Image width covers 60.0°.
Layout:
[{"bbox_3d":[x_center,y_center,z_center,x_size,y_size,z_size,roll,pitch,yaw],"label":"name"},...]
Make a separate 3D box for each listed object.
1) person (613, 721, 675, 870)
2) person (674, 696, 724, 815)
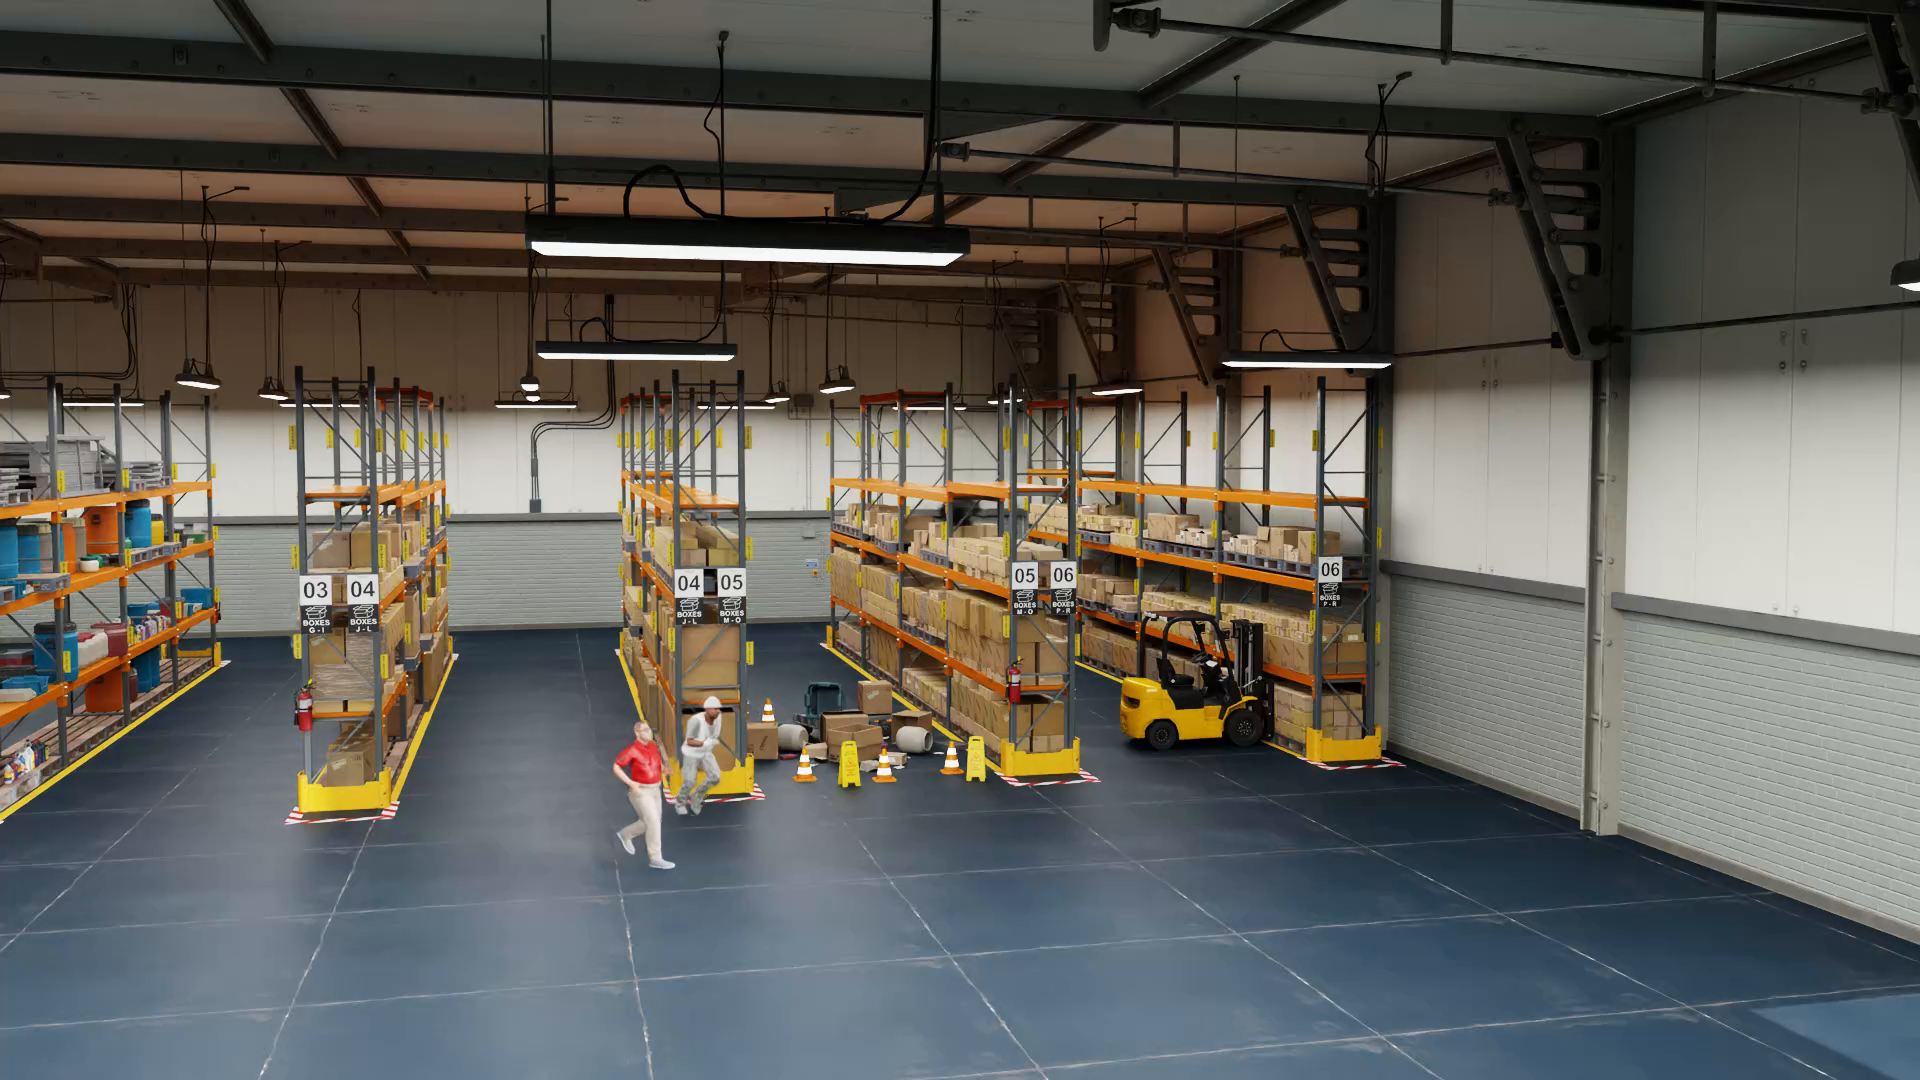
[{"bbox_3d":[-3.726,2.980,19.567,0.900,1.694,0.676,2,4,26],"label":"person"},{"bbox_3d":[-3.391,2.849,21.995,0.931,1.628,0.712,3,4,40],"label":"person"}]
